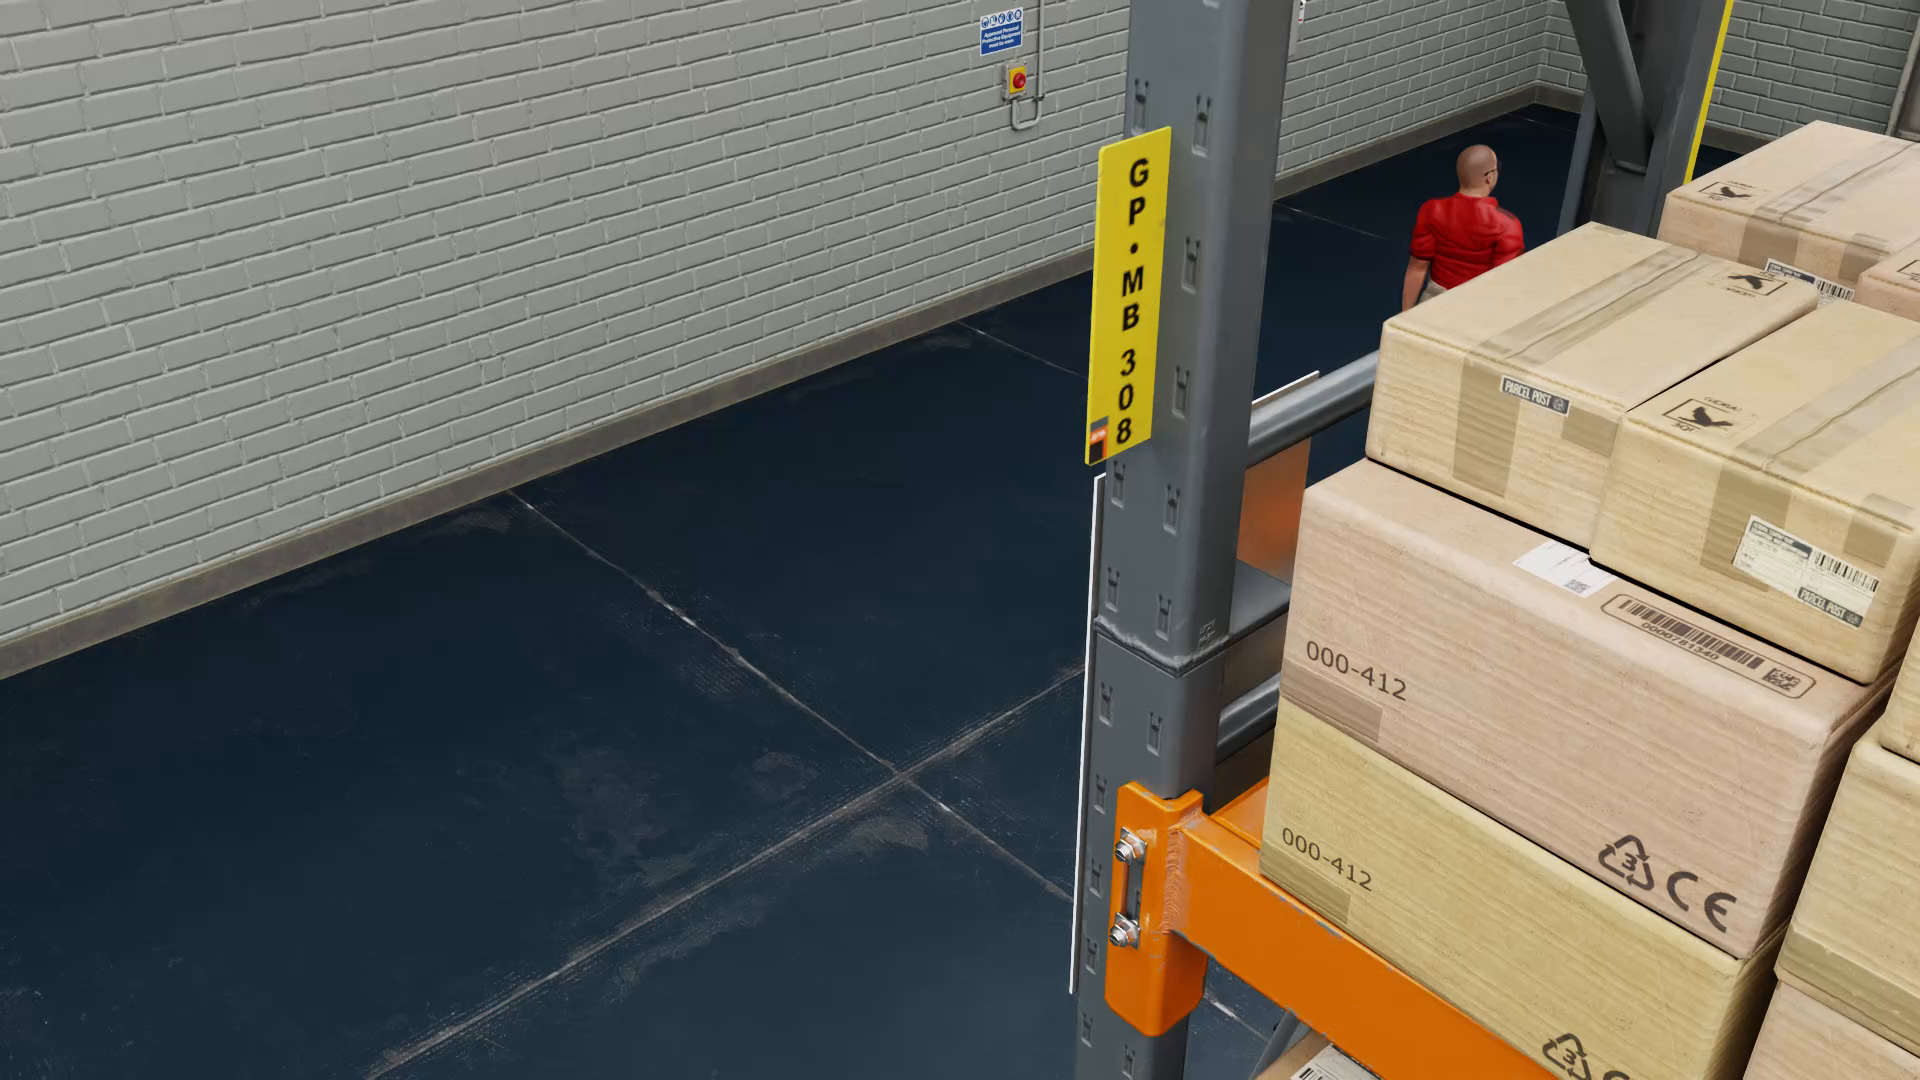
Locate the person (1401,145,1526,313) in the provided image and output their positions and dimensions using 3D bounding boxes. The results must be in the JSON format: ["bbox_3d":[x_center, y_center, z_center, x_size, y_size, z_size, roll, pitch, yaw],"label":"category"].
[{"bbox_3d":[2.352,-1.031,7.817,0.549,1.684,0.874,27,41,36],"label":"person"}]
